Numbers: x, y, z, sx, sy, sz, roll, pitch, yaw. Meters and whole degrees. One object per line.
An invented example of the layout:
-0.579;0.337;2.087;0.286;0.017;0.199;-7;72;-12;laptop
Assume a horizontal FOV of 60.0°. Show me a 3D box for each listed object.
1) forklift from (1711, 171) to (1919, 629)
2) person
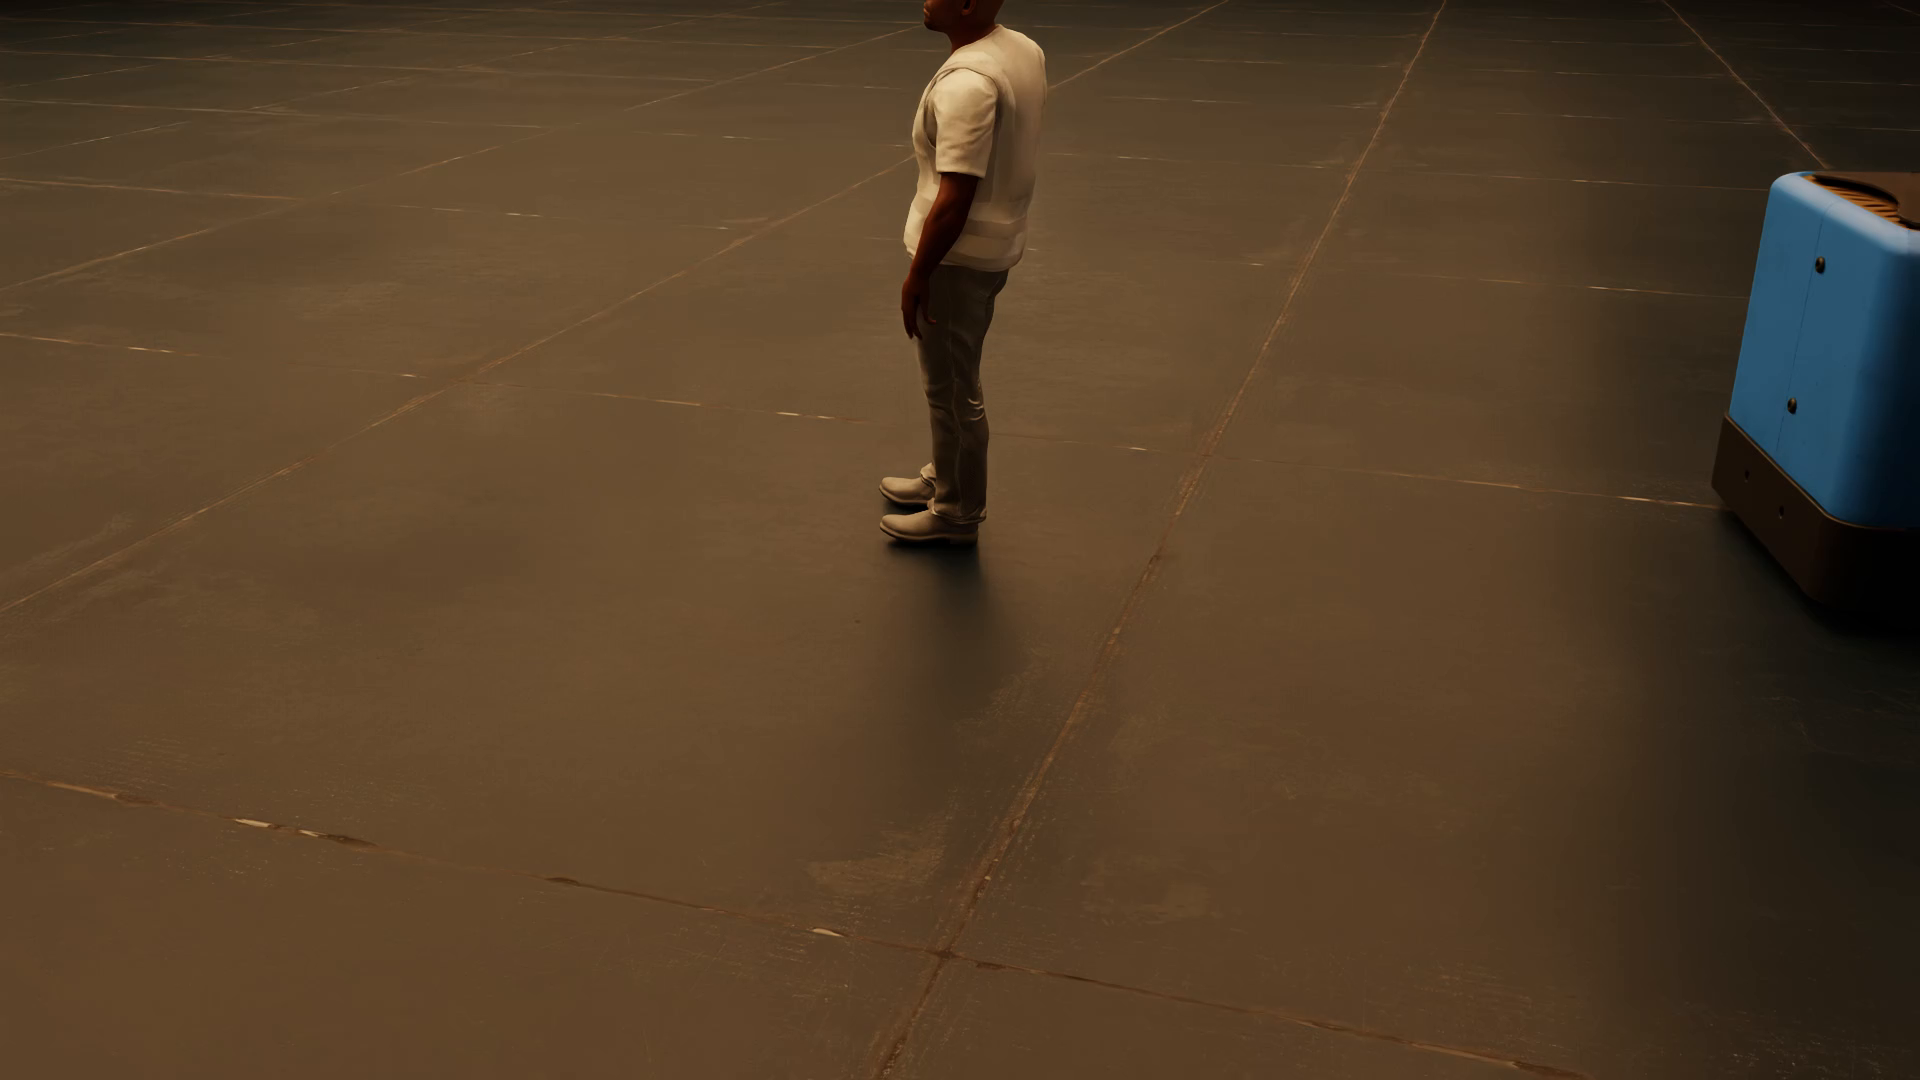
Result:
3.876;-1.235;4.272;3.031;2.935;1.130;2;23;6;forklift
-0.064;-0.833;4.805;0.577;1.765;0.665;7;23;16;person
